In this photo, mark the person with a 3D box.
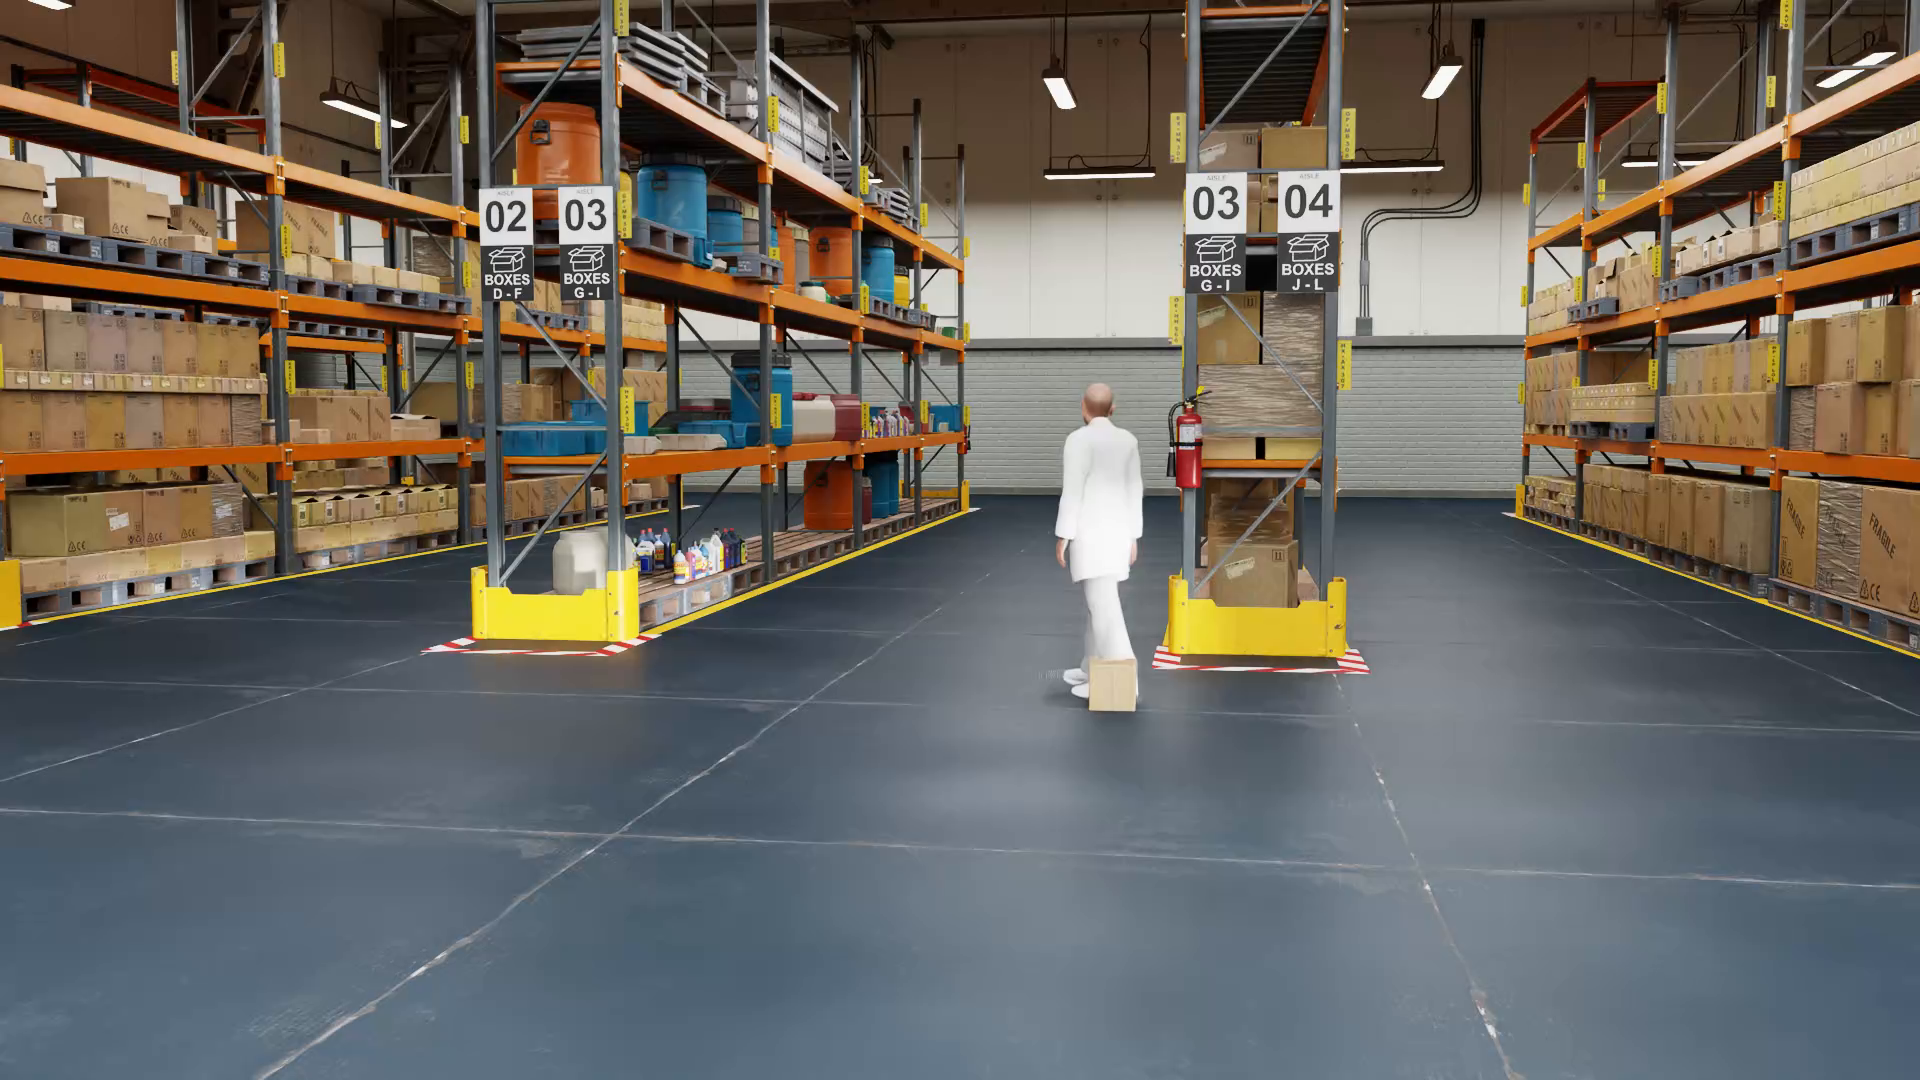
[{"bbox_3d":[0.778,-0.003,9.471,0.684,1.776,0.624,4,6,40],"label":"person"}]
